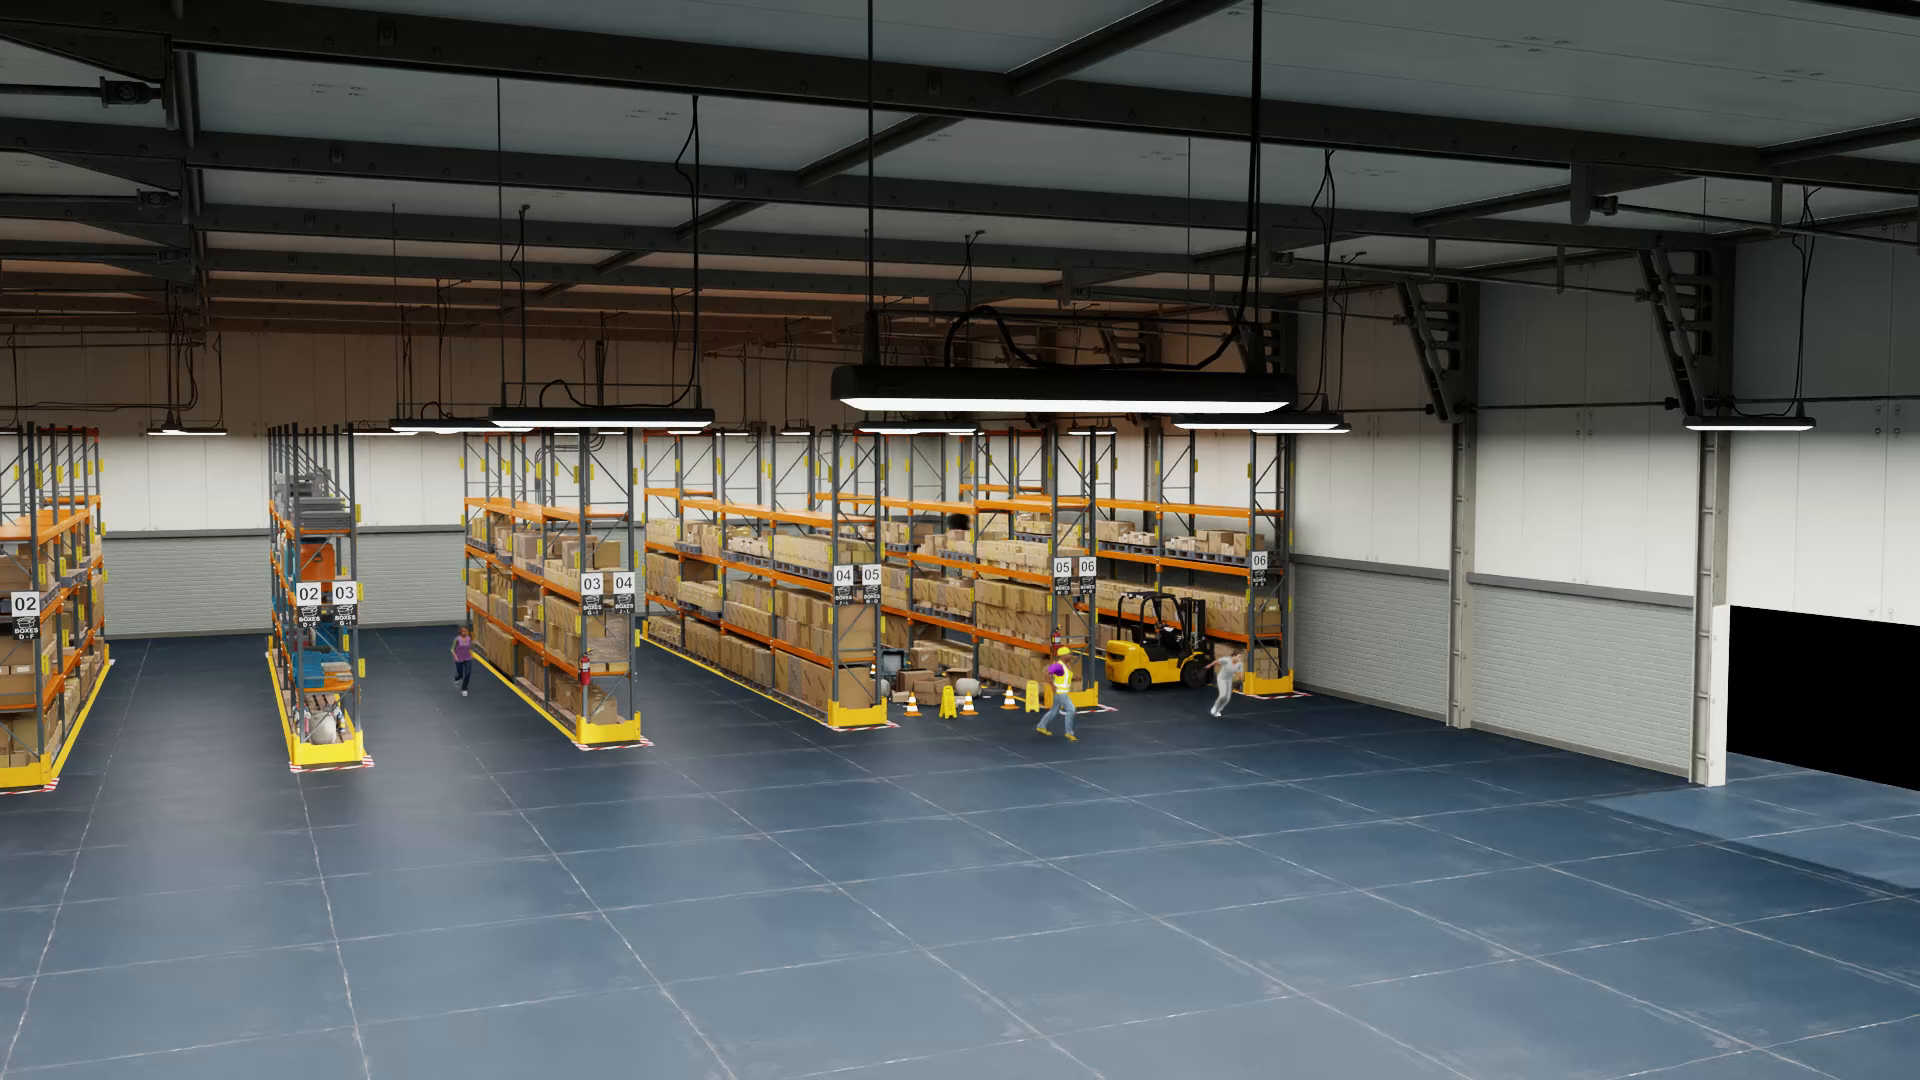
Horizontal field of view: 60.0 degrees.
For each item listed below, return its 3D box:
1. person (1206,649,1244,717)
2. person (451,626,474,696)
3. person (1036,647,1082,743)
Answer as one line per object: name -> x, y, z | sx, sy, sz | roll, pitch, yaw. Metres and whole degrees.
person -> 5.467, 2.919, 33.957 | 0.584, 1.444, 0.903 | -1, 4, -19
person -> -11.126, 2.687, 37.172 | 0.516, 1.559, 0.662 | -2, 4, -30
person -> 1.854, 2.923, 31.418 | 0.884, 1.815, 0.743 | 1, 4, 16
